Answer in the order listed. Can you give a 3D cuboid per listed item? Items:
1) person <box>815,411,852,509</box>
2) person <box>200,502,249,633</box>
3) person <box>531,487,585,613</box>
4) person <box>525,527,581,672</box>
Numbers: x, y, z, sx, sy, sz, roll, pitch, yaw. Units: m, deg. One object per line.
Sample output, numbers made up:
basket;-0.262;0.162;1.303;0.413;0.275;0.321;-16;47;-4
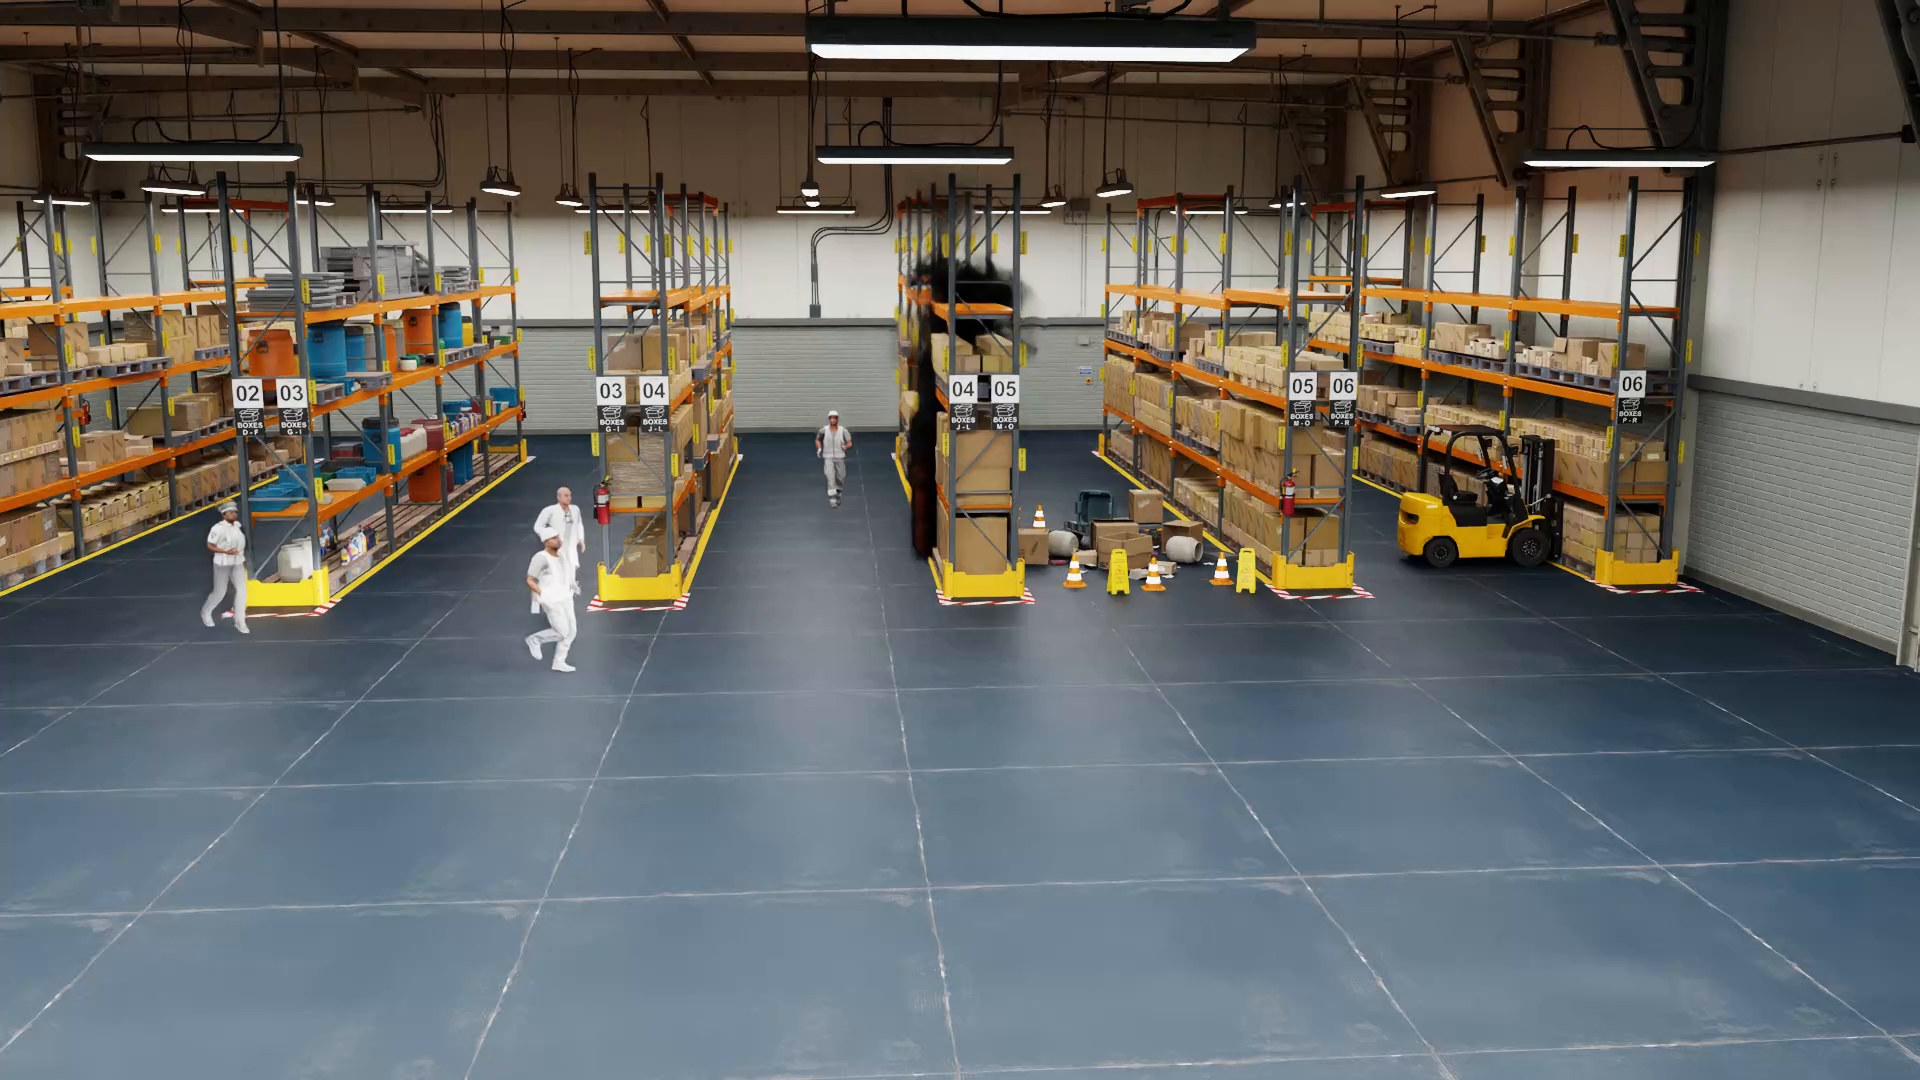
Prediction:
person;-2.300;-1.471;30.345;0.669;1.768;0.811;-1;10;-7
person;-9.631;0.334;21.892;0.883;1.699;0.590;6;12;32
person;-5.399;0.172;22.618;0.762;1.771;1.020;-7;12;-35
person;-4.852;0.703;19.755;0.605;1.735;0.686;4;11;20
